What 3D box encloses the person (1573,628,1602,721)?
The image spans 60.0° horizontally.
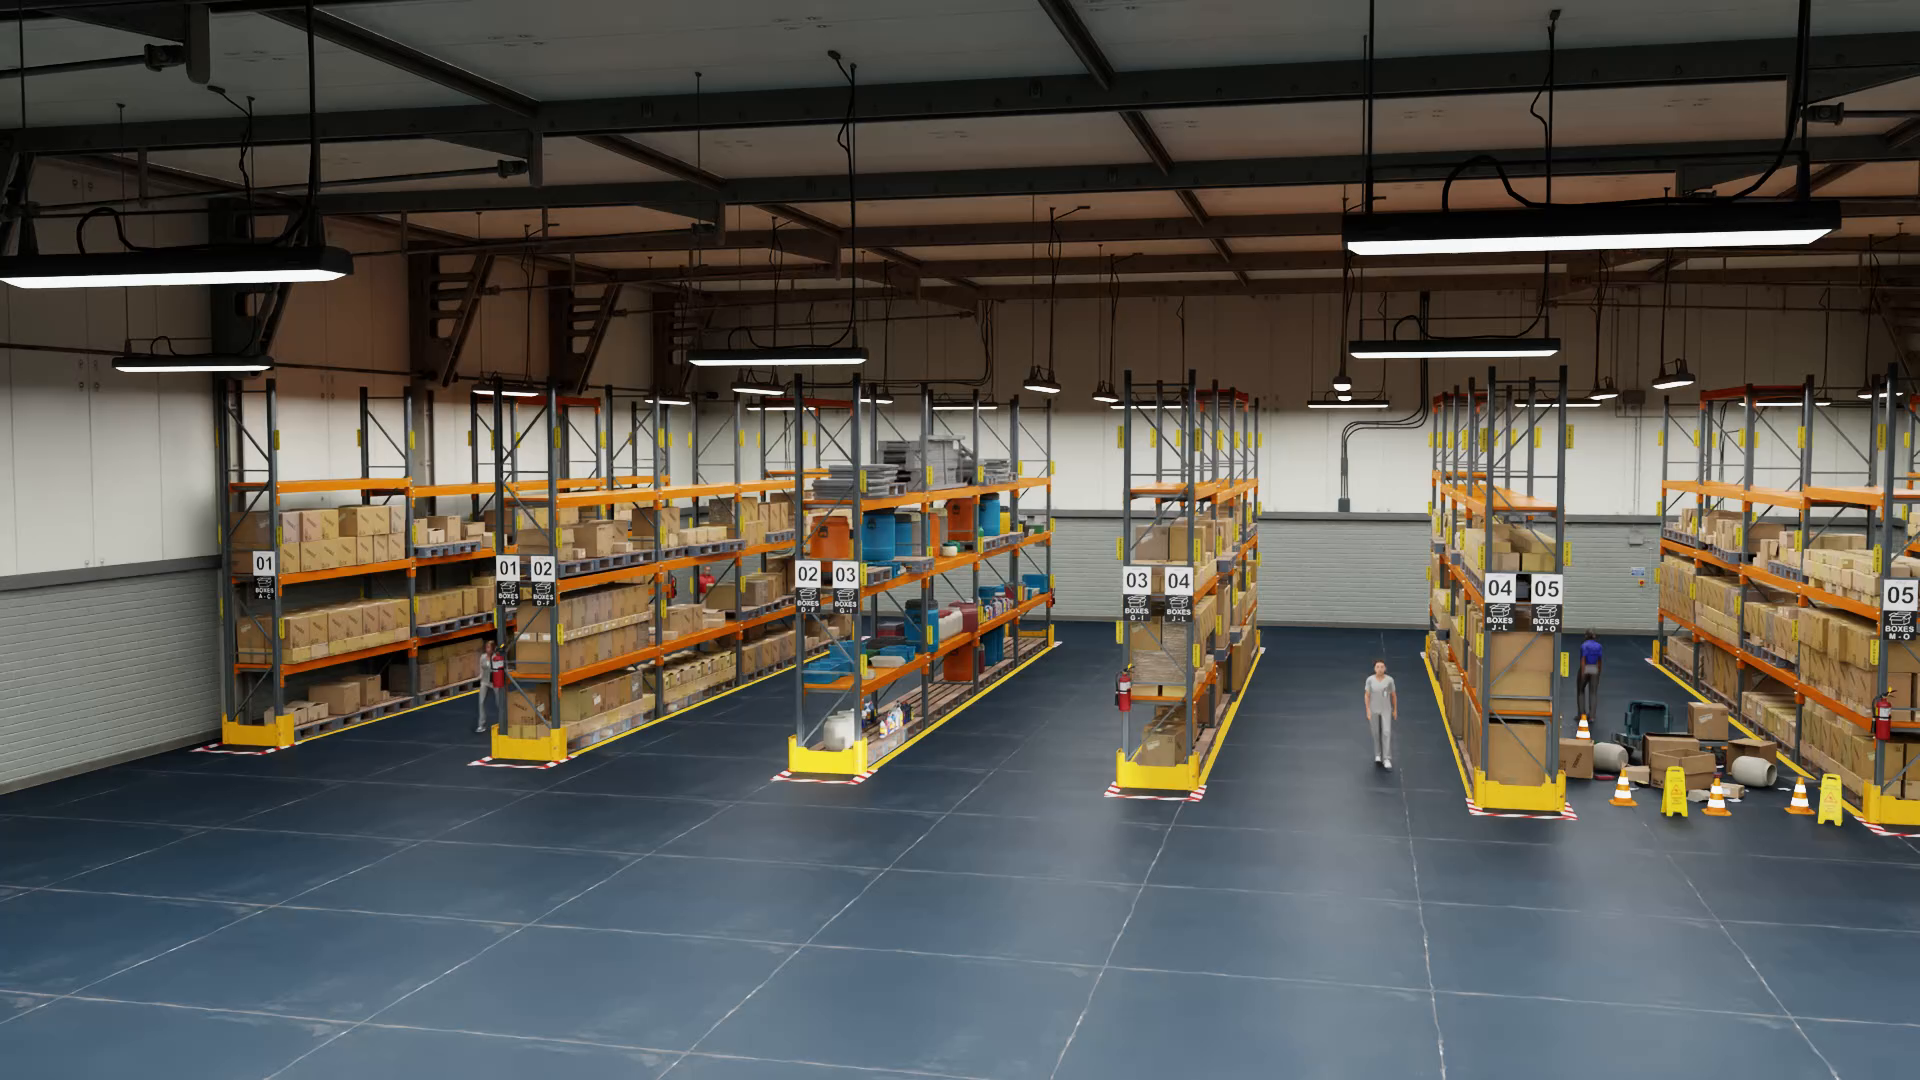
[{"bbox_3d":[11.214,2.430,29.621,0.447,1.705,0.595,1,3,9],"label":"person"}]

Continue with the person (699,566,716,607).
[{"bbox_3d":[-6.599,1.535,43.301,0.596,1.734,0.474,-2,4,-30],"label":"person"}]

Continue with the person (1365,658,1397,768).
[{"bbox_3d":[6.434,2.633,25.472,0.481,1.626,0.948,1,4,20],"label":"person"}]

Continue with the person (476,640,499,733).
[{"bbox_3d":[-8.105,2.505,28.770,0.430,1.530,0.912,0,3,-5],"label":"person"}]
